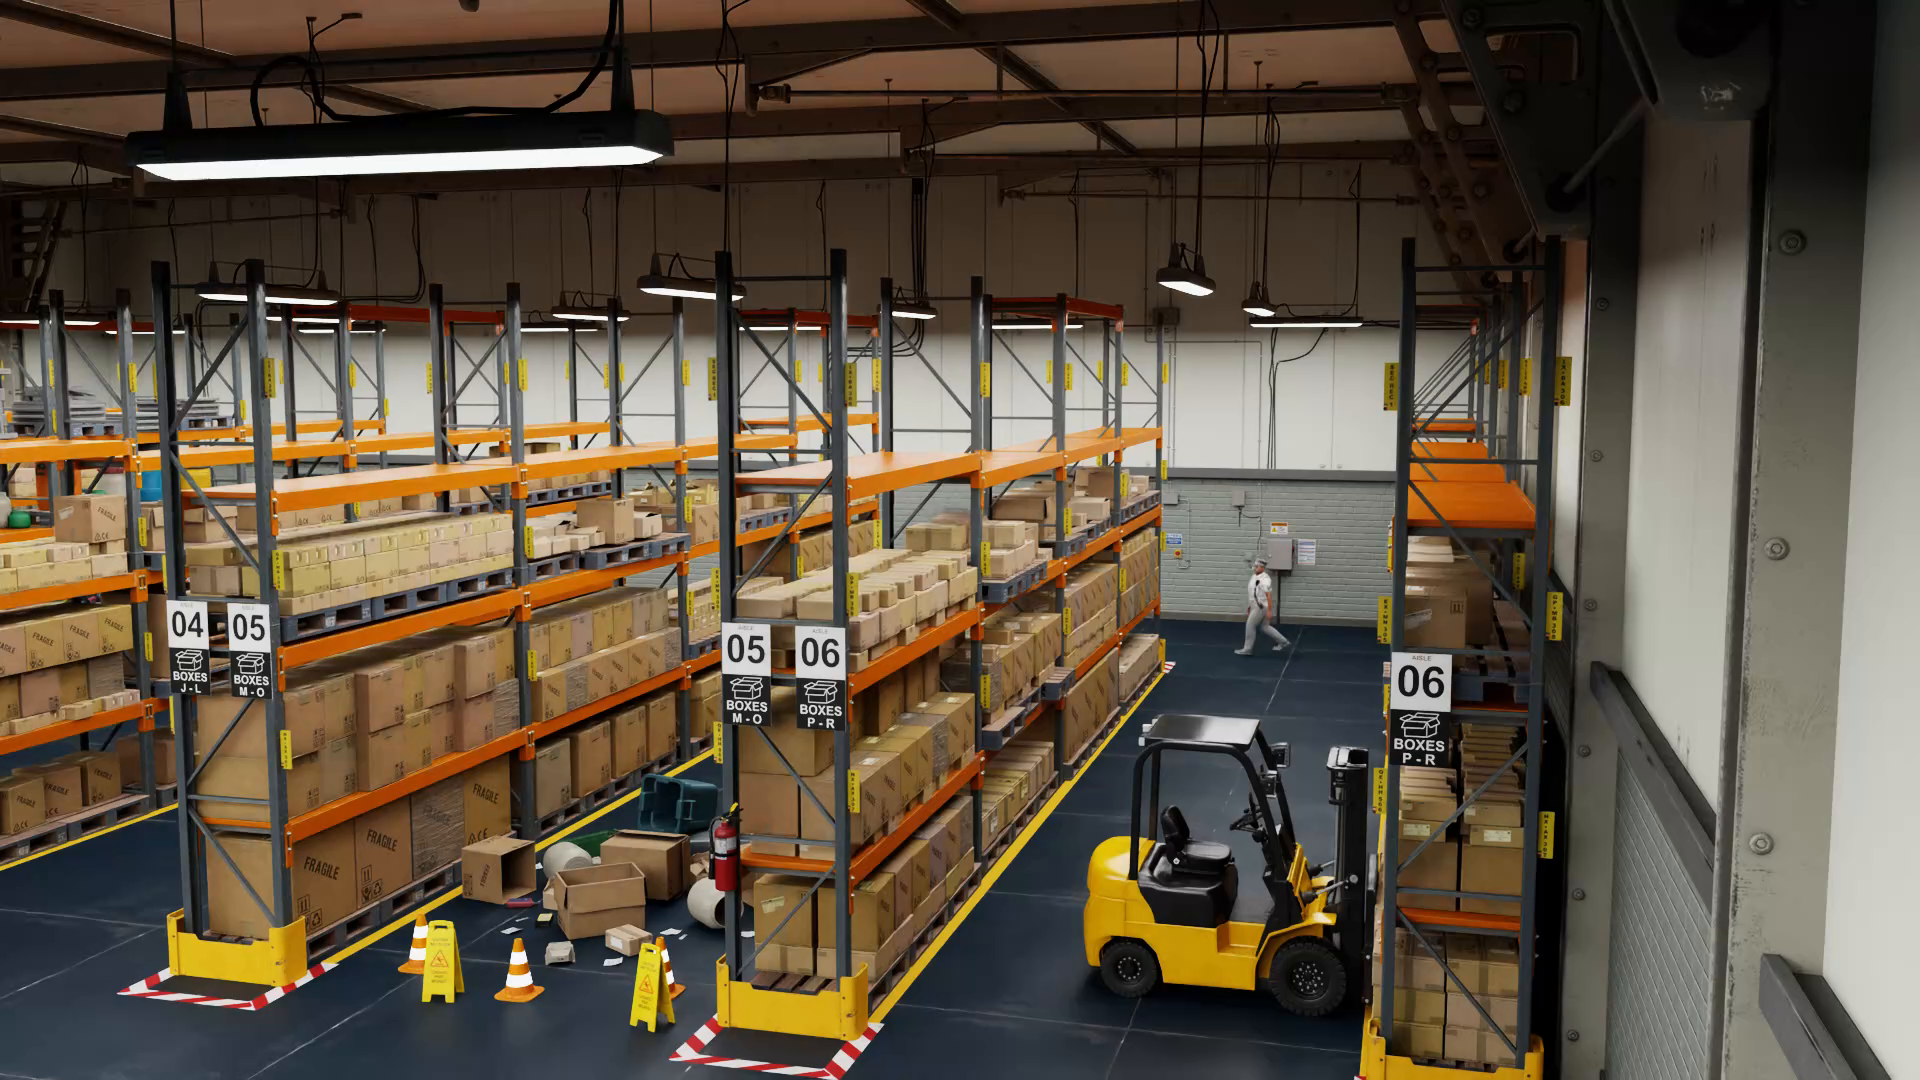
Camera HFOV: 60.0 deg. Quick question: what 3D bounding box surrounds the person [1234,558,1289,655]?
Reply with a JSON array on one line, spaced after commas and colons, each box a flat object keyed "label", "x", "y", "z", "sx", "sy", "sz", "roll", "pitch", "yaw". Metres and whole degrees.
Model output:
[{"label": "person", "x": 5.371, "y": 1.172, "z": 29.521, "sx": 0.991, "sy": 1.730, "sz": 0.530, "roll": 1, "pitch": 6, "yaw": 5}]
